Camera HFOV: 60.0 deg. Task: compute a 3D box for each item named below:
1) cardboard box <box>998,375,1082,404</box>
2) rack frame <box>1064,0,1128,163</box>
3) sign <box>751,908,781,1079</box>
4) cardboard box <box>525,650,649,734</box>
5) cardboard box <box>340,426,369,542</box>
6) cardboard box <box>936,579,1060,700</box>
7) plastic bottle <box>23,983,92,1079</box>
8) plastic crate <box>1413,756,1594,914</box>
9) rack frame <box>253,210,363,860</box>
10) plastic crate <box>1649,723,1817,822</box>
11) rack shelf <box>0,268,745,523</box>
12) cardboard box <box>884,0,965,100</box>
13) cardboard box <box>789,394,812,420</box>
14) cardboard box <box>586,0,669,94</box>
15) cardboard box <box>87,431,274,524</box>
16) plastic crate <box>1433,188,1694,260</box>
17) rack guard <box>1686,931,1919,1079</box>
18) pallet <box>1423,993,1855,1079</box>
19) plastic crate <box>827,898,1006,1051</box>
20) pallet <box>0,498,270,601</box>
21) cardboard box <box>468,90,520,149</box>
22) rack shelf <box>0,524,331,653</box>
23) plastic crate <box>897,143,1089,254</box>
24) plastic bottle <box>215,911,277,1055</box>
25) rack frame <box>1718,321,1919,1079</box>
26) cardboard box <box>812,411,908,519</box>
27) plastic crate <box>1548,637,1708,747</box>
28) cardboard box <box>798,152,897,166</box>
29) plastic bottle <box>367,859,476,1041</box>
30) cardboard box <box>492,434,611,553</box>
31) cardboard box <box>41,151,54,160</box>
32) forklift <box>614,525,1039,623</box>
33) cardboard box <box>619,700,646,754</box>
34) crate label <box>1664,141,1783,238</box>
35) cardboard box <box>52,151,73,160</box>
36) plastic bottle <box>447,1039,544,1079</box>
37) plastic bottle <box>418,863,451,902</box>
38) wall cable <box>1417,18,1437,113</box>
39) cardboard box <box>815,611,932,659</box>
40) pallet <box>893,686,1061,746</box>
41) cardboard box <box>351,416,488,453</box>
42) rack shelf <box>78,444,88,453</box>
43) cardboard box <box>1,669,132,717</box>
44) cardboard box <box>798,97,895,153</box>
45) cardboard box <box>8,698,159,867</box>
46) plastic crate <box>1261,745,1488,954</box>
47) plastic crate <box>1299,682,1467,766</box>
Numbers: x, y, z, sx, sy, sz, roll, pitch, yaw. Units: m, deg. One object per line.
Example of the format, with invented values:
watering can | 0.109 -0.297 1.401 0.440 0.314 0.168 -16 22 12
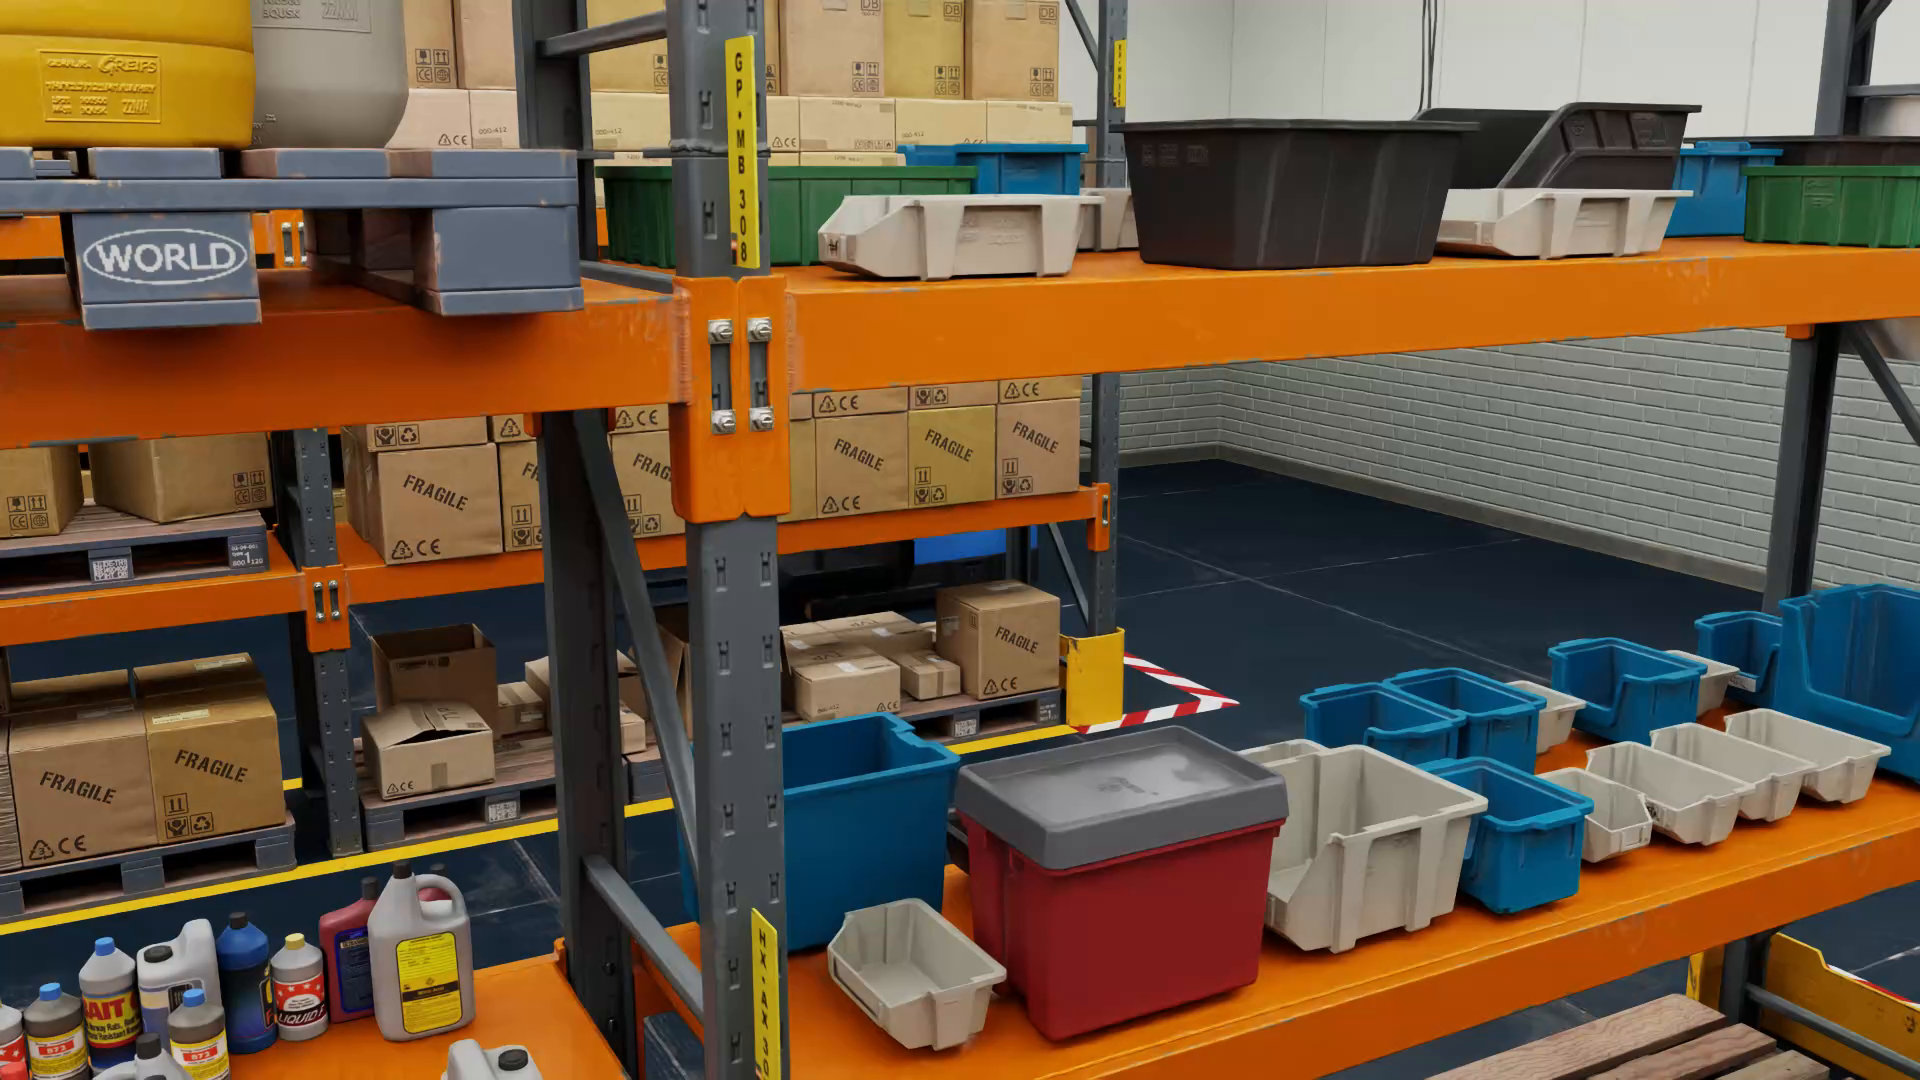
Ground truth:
cardboard box | 0.303 -1.013 8.772 0.500 0.500 0.500 -7 14 -28
rack frame | 0.562 -3.503 8.678 0.127 3.000 1.000 -7 14 -28
sign | -0.317 0.771 2.721 0.005 0.325 0.100 -7 14 -28
cardboard box | -1.926 0.749 8.573 0.500 0.311 0.500 -7 14 -28
cardboard box | -2.633 -0.306 7.909 0.500 0.500 0.500 -7 14 -27
cardboard box | 0.203 0.534 9.097 0.500 0.500 0.500 -7 14 -28
plastic bottle | -1.689 0.928 3.107 0.097 0.201 0.097 0 13 0
plastic crate | 1.253 0.697 3.925 0.300 0.233 0.416 -7 14 -28
rack frame | -2.949 -0.155 7.467 0.127 3.000 1.000 -7 14 -28
plastic crate | 2.042 0.627 4.456 0.243 0.136 0.396 -7 14 -28
rack shelf | -2.334 -0.102 2.038 4.000 0.370 1.077 -7 14 -28
cardboard box | -0.360 -2.482 8.471 0.500 0.500 0.700 -7 14 -28
cardboard box | -1.043 -0.850 8.049 0.500 0.500 0.500 -6 14 -26
cardboard box | -1.598 -2.293 7.628 0.500 0.500 0.700 -7 14 -28
cardboard box | -3.472 -0.402 7.380 0.700 0.500 0.500 11 17 41
plastic crate | 1.237 -0.690 3.614 0.530 0.136 0.437 -7 14 -28
rack guard | 2.947 1.594 5.390 0.348 0.500 1.175 -7 14 -28
pallet | 2.190 1.819 5.047 1.213 0.211 1.003 -7 14 -28
plastic crate | -0.102 0.878 3.341 0.243 0.136 0.396 -7 14 -28
pallet | -3.703 0.002 7.207 1.213 0.211 1.003 -7 14 -28
cardboard box | -1.965 -1.845 7.349 0.500 0.250 0.500 -7 14 -28
rack shelf | -4.704 0.406 6.611 4.000 0.370 1.077 -7 14 -28
plastic crate | 0.067 -0.739 3.611 0.300 0.233 0.416 -7 14 -28
plastic bottle | -1.400 0.859 3.254 0.097 0.271 0.097 0 13 0
rack frame | 2.932 0.379 5.093 0.127 3.000 1.000 -7 14 -28
cardboard box | -0.595 -0.418 8.409 0.500 0.500 0.500 -7 14 -27
plastic crate | 1.980 0.463 4.963 0.300 0.233 0.416 -7 14 -28
cardboard box | -0.639 -1.756 8.088 0.500 0.250 0.500 -7 14 -28
plastic bottle | -1.078 0.803 3.323 0.185 0.351 0.144 -7 14 -28
cardboard box | -1.923 -0.259 7.703 0.500 0.500 0.500 -7 14 -27
cardboard box | -6.151 -2.765 11.001 0.500 0.500 0.700 -8 15 -31
forklift | -0.961 -1.001 11.383 3.031 2.935 1.130 -7 15 -30
cardboard box | -1.722 0.917 8.153 0.250 0.166 0.380 -7 14 -28
crate label | 1.968 -0.977 4.625 0.502 0.251 0.408 -7 14 -28
cardboard box | -3.426 -1.882 6.897 0.600 0.600 0.600 -8 15 -33
plastic bottle | -0.770 0.964 2.776 0.135 0.276 0.152 -7 14 -28
plastic bottle | -1.105 0.813 3.430 0.133 0.283 0.061 -7 14 -28
wall cable | 3.321 -3.468 15.597 0.112 2.526 3.097 -7 14 -28
cardboard box | -0.490 0.606 9.345 0.500 0.250 0.500 -7 14 -28
pallet | -0.204 0.877 9.234 1.213 0.211 1.003 -7 14 -28
cardboard box | -2.400 -0.687 7.325 0.500 0.500 0.500 -6 14 -26
rack shelf | -7.081 -0.548 10.851 4.000 0.370 1.077 -7 14 -28
cardboard box | -3.953 0.912 7.416 0.500 0.500 0.500 -7 14 -27
cardboard box | -0.646 -2.002 8.046 0.500 0.250 0.500 -7 14 -28
cardboard box | -3.683 1.007 6.993 0.500 0.500 0.500 -7 14 -28
plastic crate | 0.850 0.703 3.786 0.530 0.282 0.437 -7 14 -28
plastic crate | 1.139 0.564 4.515 0.300 0.233 0.416 -7 14 -28
